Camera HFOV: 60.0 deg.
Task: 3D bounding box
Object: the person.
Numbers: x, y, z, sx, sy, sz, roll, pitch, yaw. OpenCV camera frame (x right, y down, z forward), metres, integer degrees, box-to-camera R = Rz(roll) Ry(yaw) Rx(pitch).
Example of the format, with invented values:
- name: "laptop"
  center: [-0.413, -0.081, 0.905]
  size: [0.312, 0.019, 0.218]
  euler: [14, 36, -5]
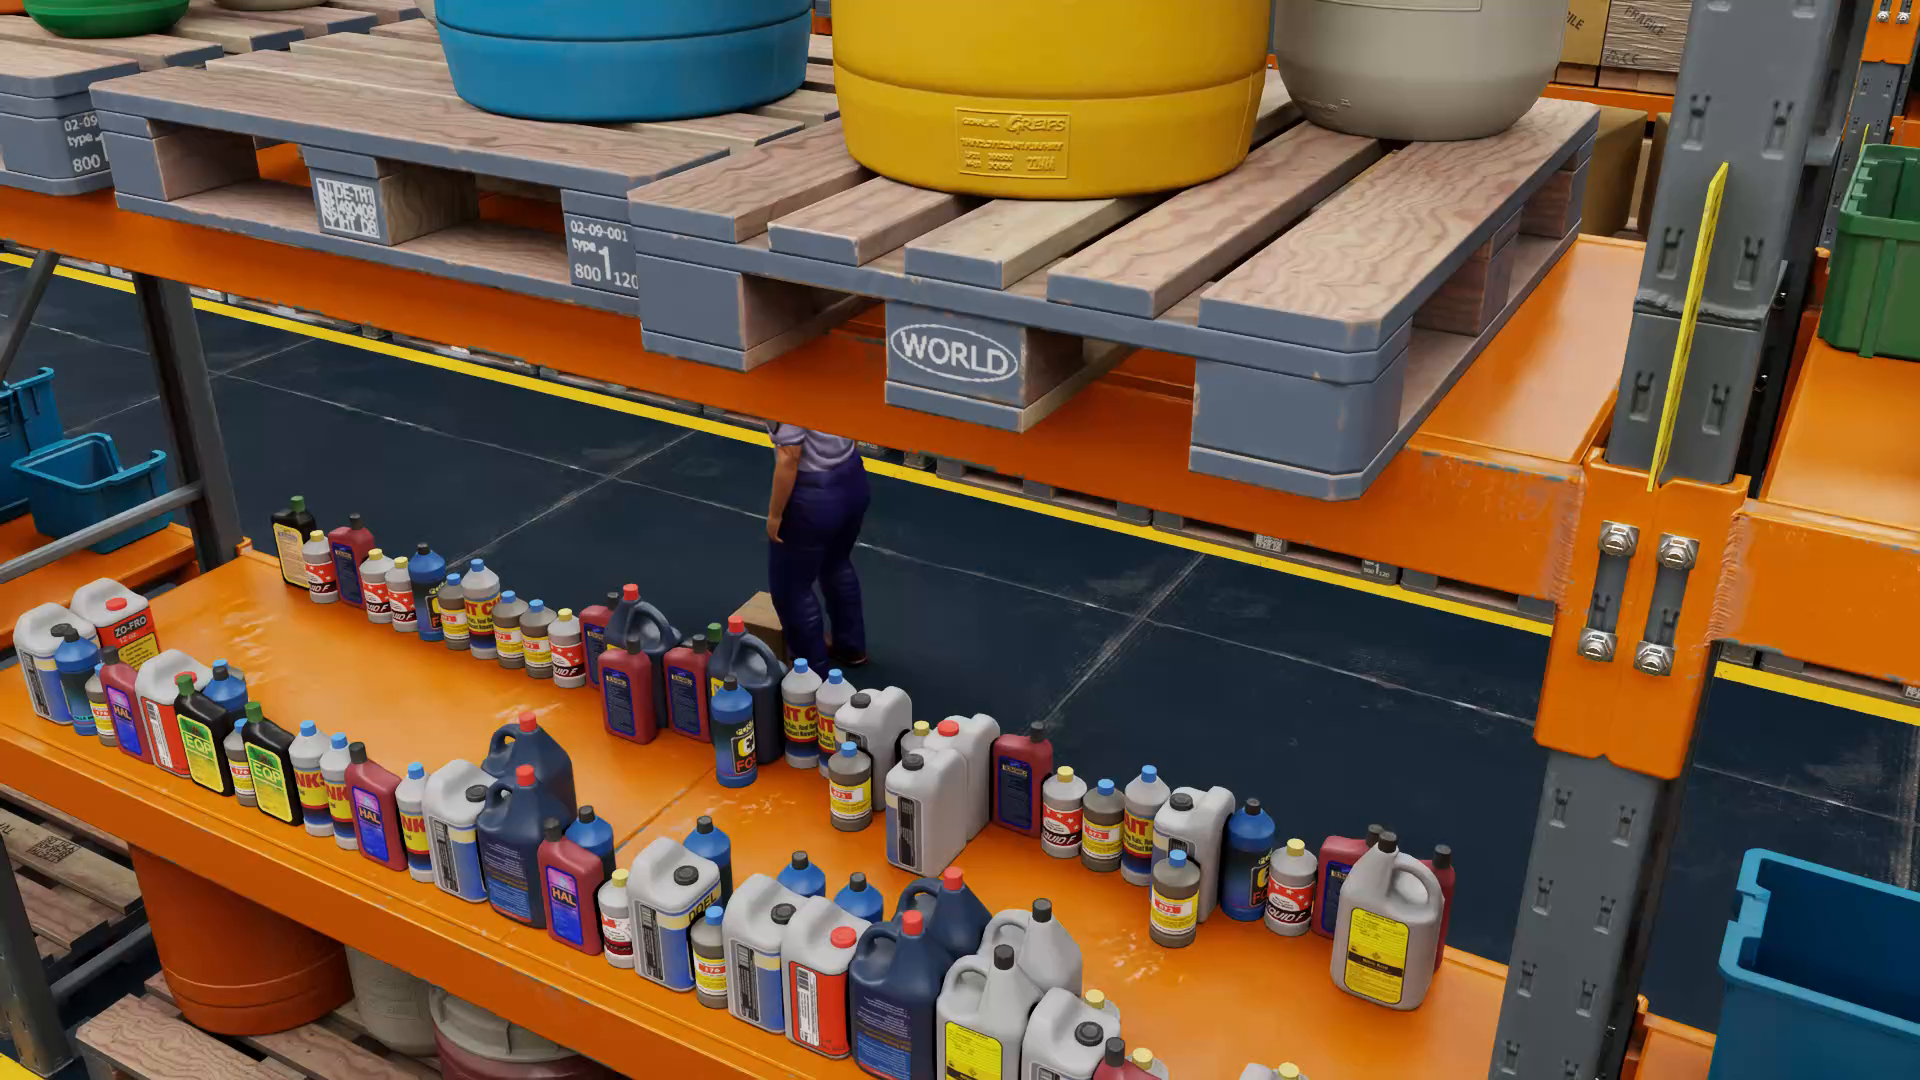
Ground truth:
- name: "person"
  center: [-0.568, -0.173, 6.470]
  size: [0.372, 1.651, 0.537]
  euler: [14, 30, 26]
